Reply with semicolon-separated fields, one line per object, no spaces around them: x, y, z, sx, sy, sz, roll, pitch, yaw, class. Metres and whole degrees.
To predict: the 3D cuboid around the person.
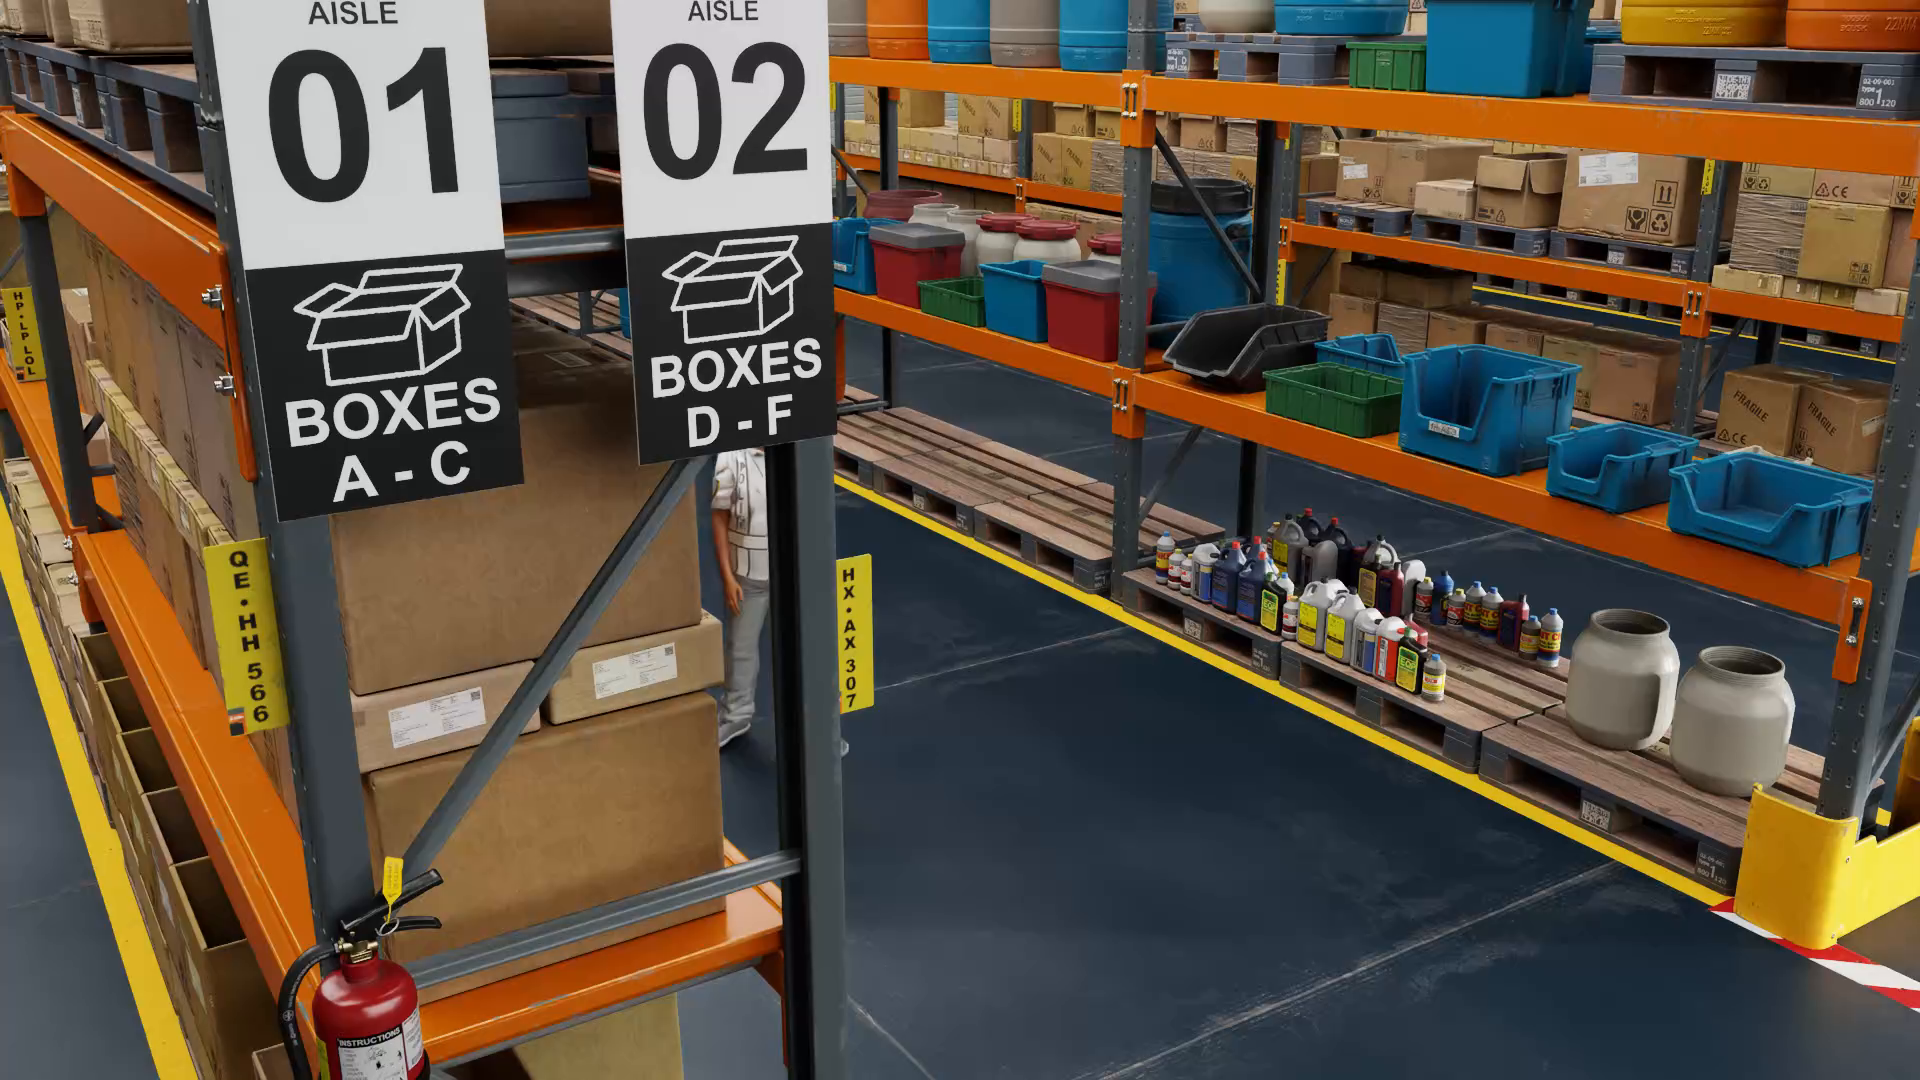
-0.843;0.135;7.120;0.658;1.669;0.438;-5;19;-15;person
